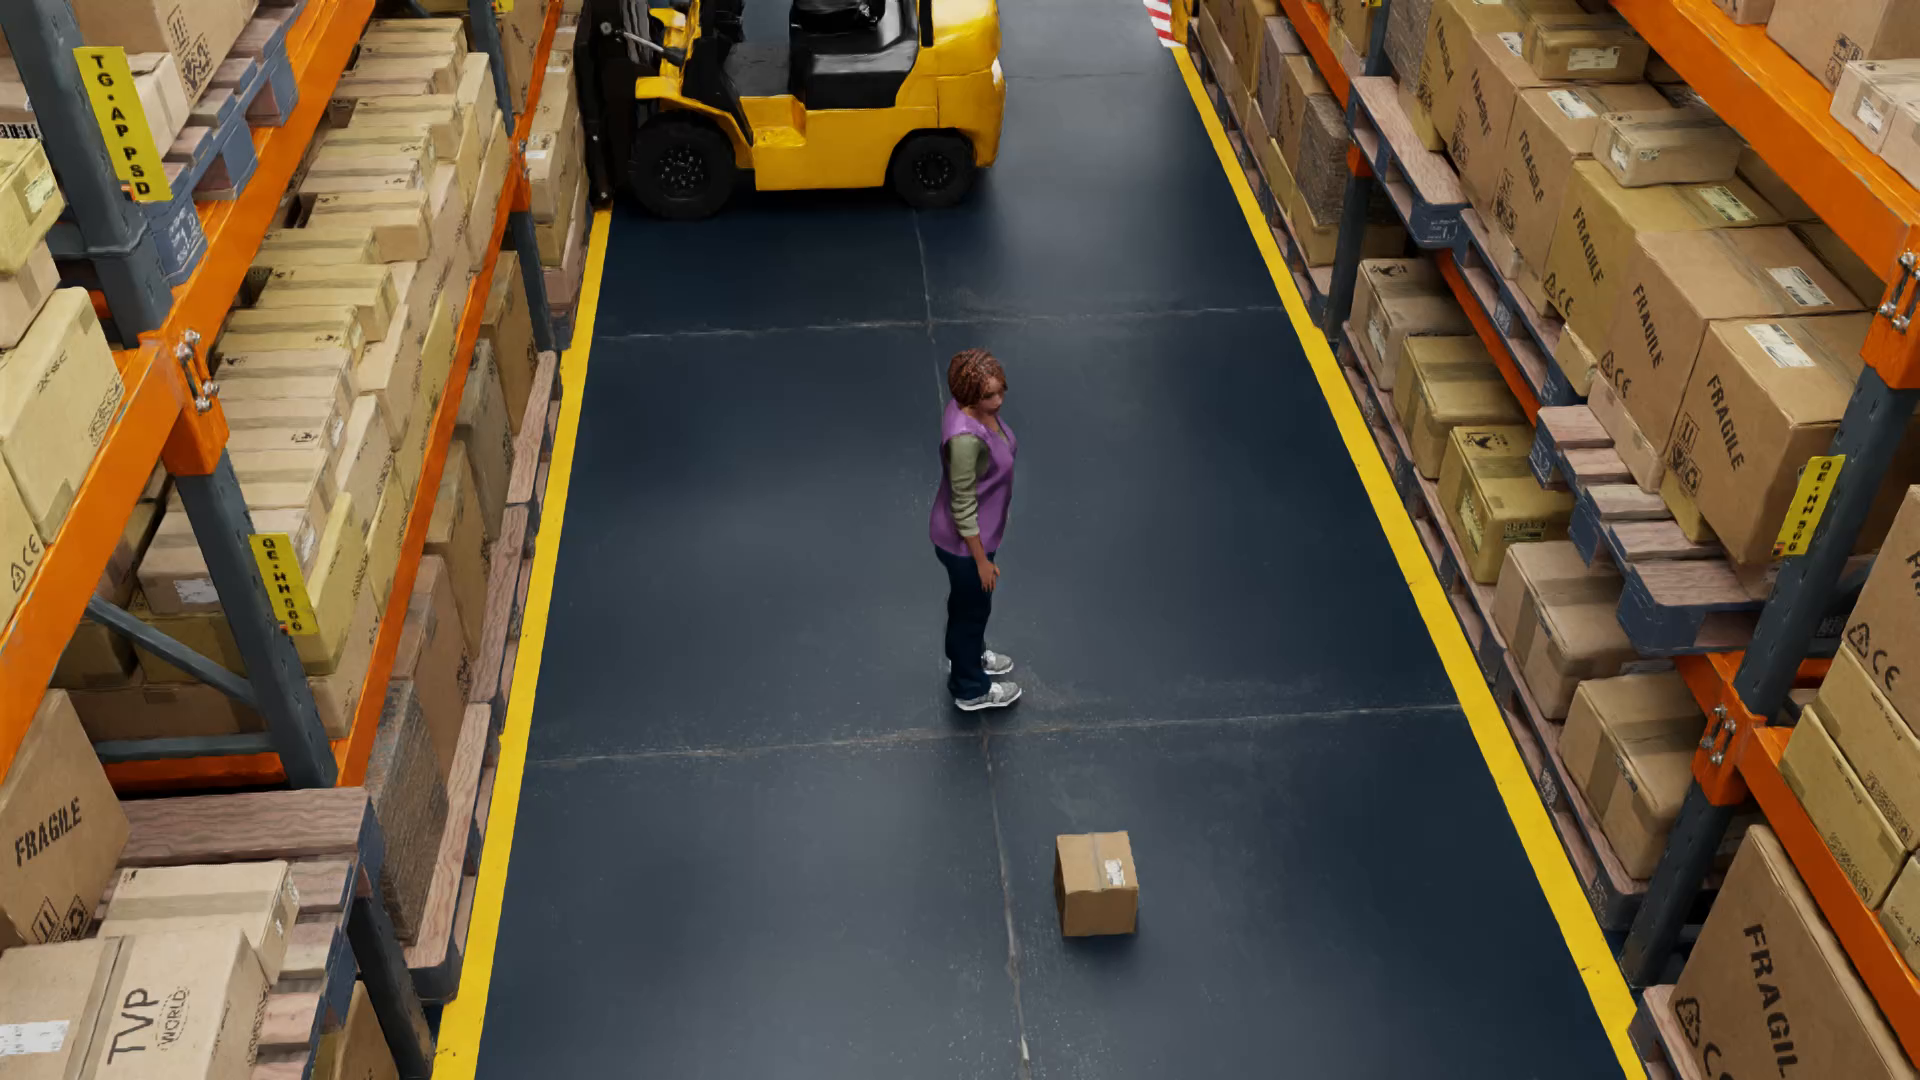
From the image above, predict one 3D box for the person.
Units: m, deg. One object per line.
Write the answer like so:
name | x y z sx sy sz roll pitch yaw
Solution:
person | 0.066 -0.016 6.169 0.363 1.632 0.460 4 40 5
